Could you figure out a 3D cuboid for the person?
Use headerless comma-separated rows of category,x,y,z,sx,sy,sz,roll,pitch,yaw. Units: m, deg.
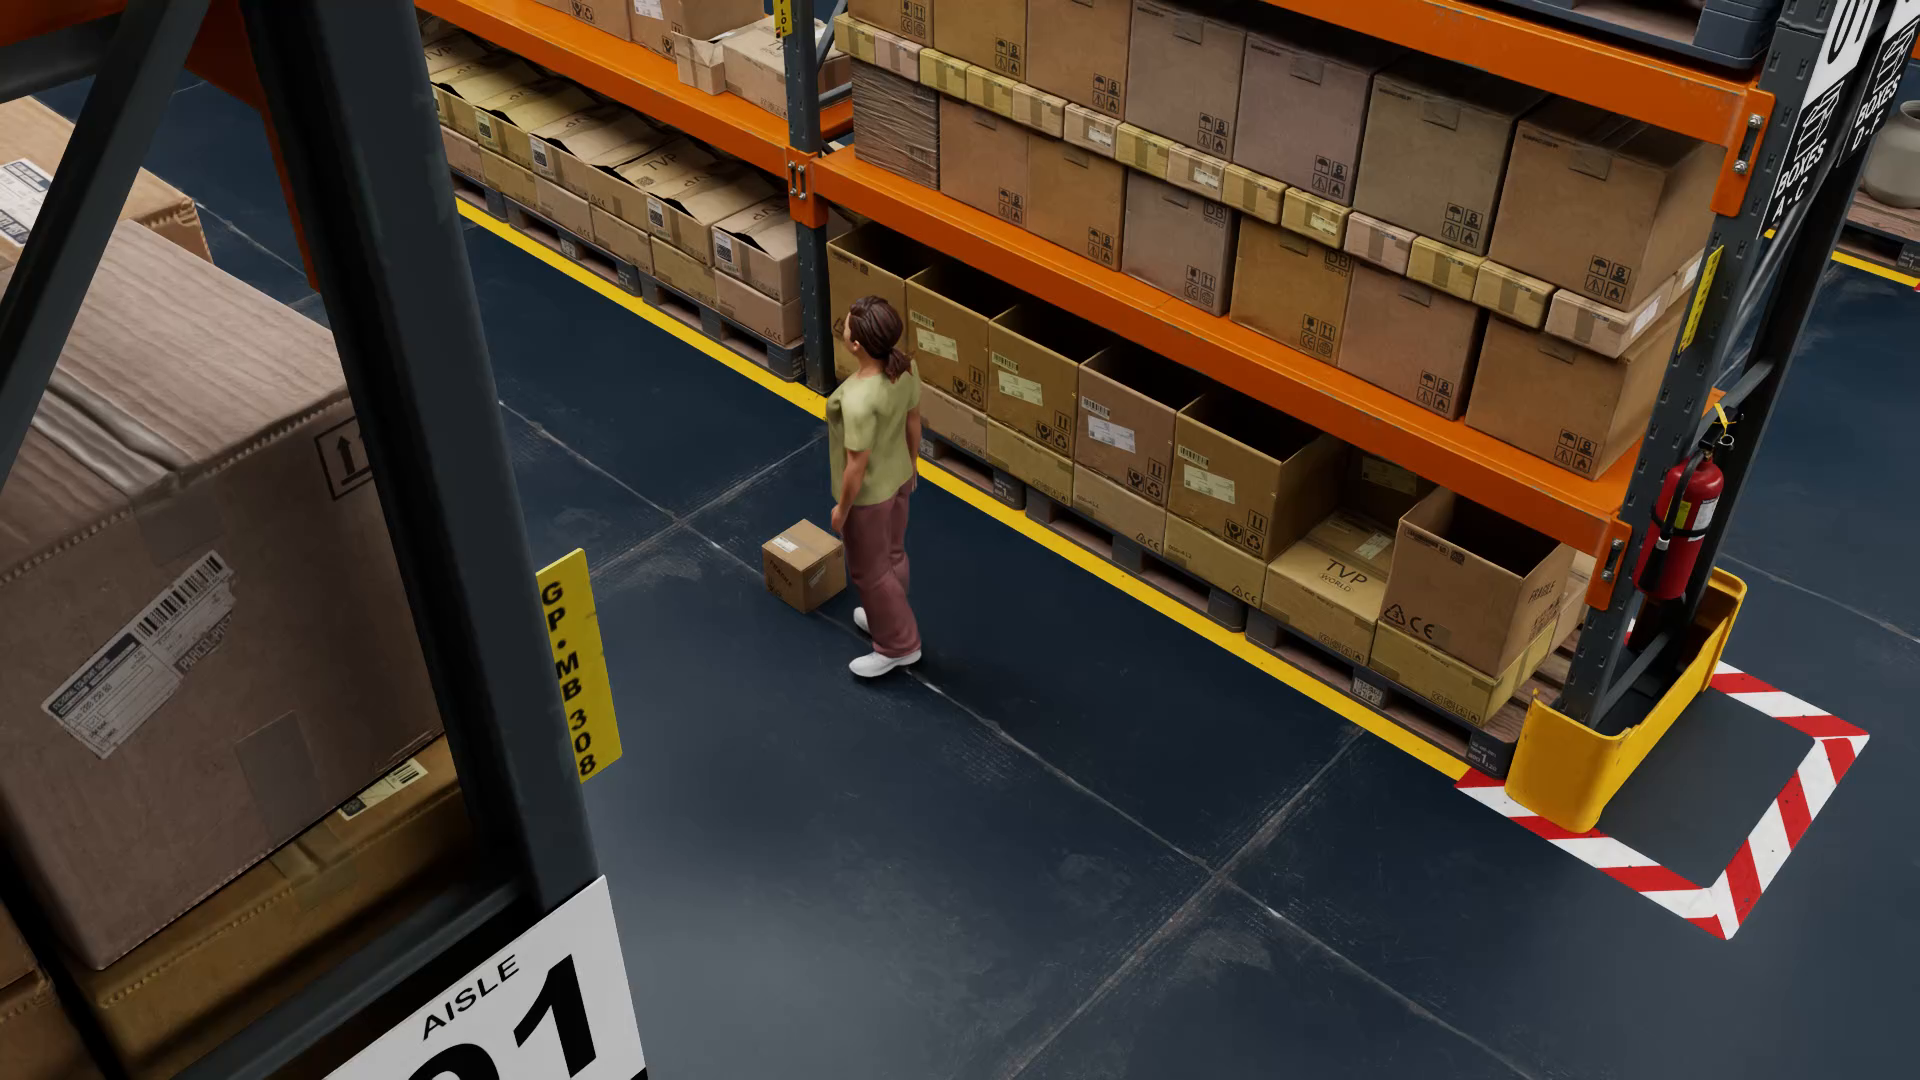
person,-0.327,-0.197,6.366,0.395,1.670,0.465,20,43,22
